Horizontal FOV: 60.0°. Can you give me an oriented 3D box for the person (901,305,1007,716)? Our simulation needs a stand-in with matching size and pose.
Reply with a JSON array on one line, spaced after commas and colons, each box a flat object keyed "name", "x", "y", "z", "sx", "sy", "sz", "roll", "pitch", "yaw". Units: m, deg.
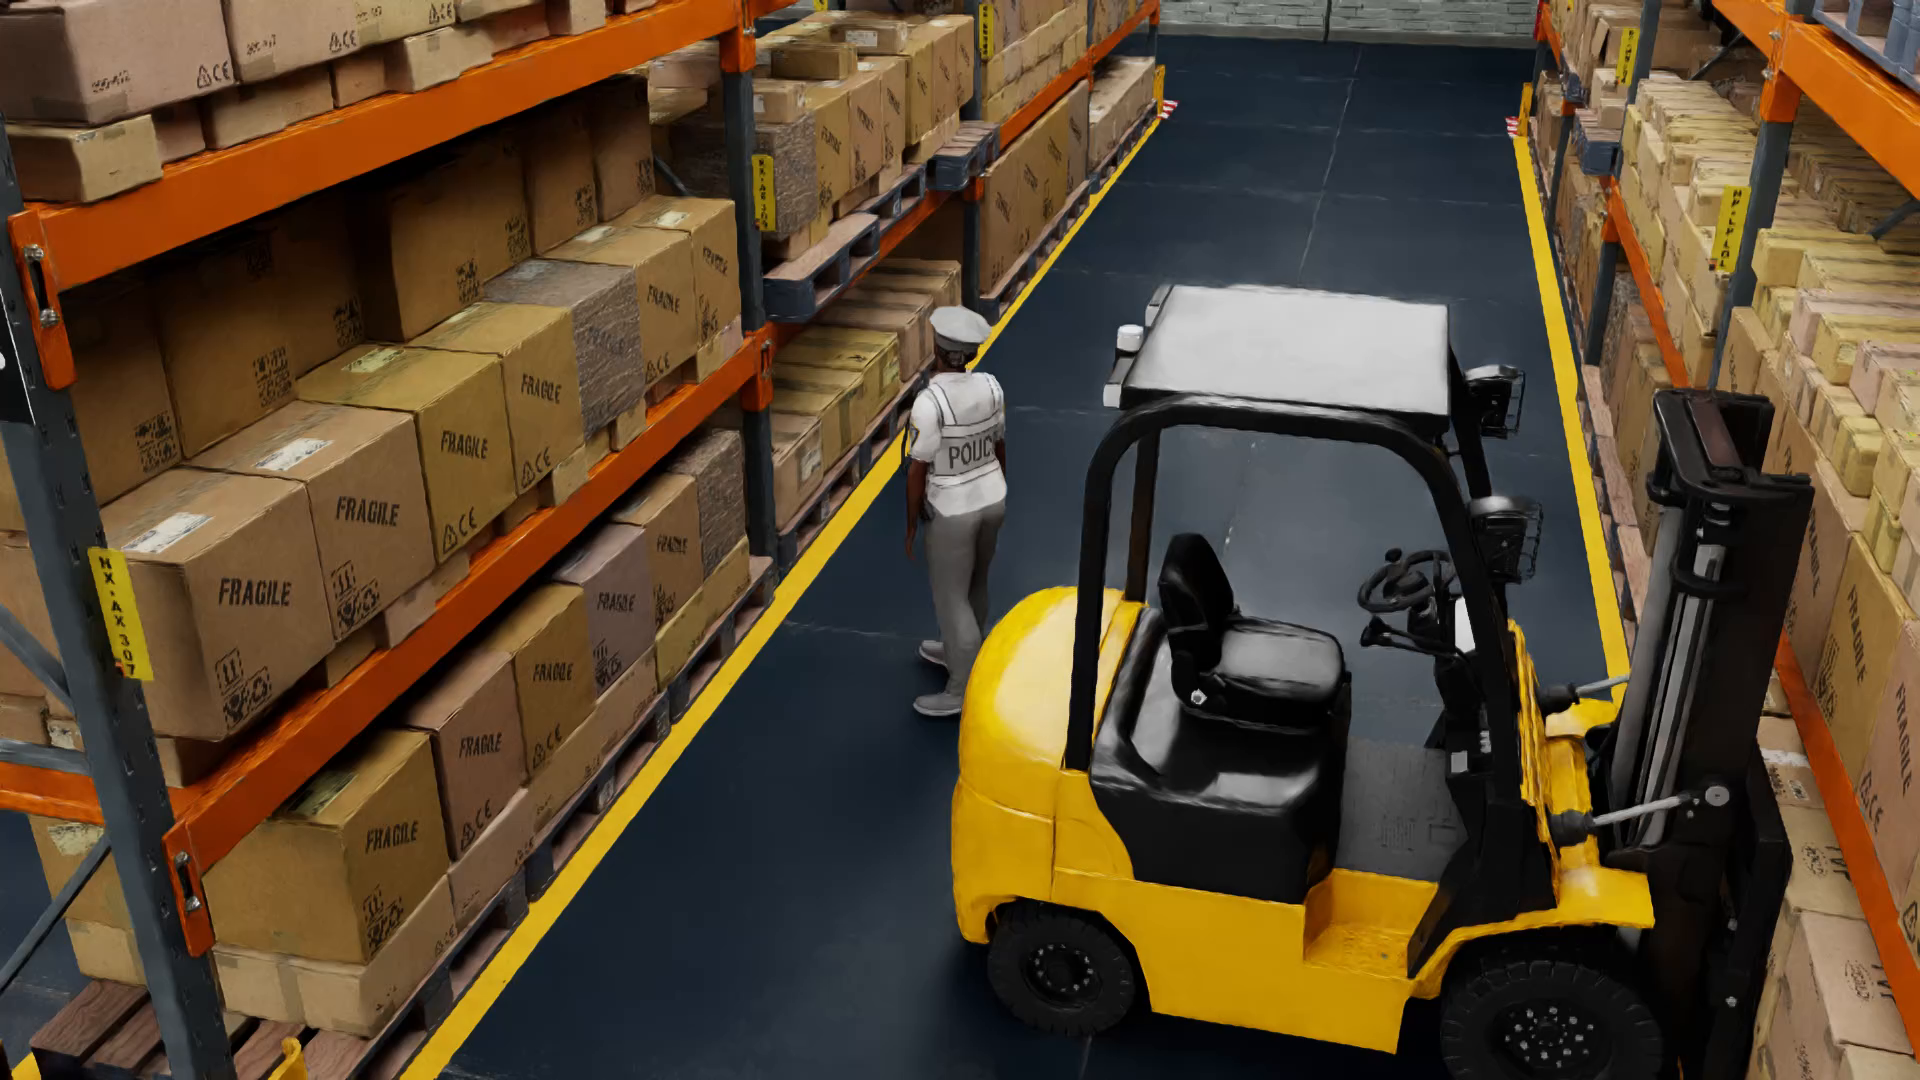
[{"name": "person", "x": -0.032, "y": -0.135, "z": 6.828, "sx": 0.539, "sy": 1.672, "sz": 0.560, "roll": 23, "pitch": 34, "yaw": 39}]
